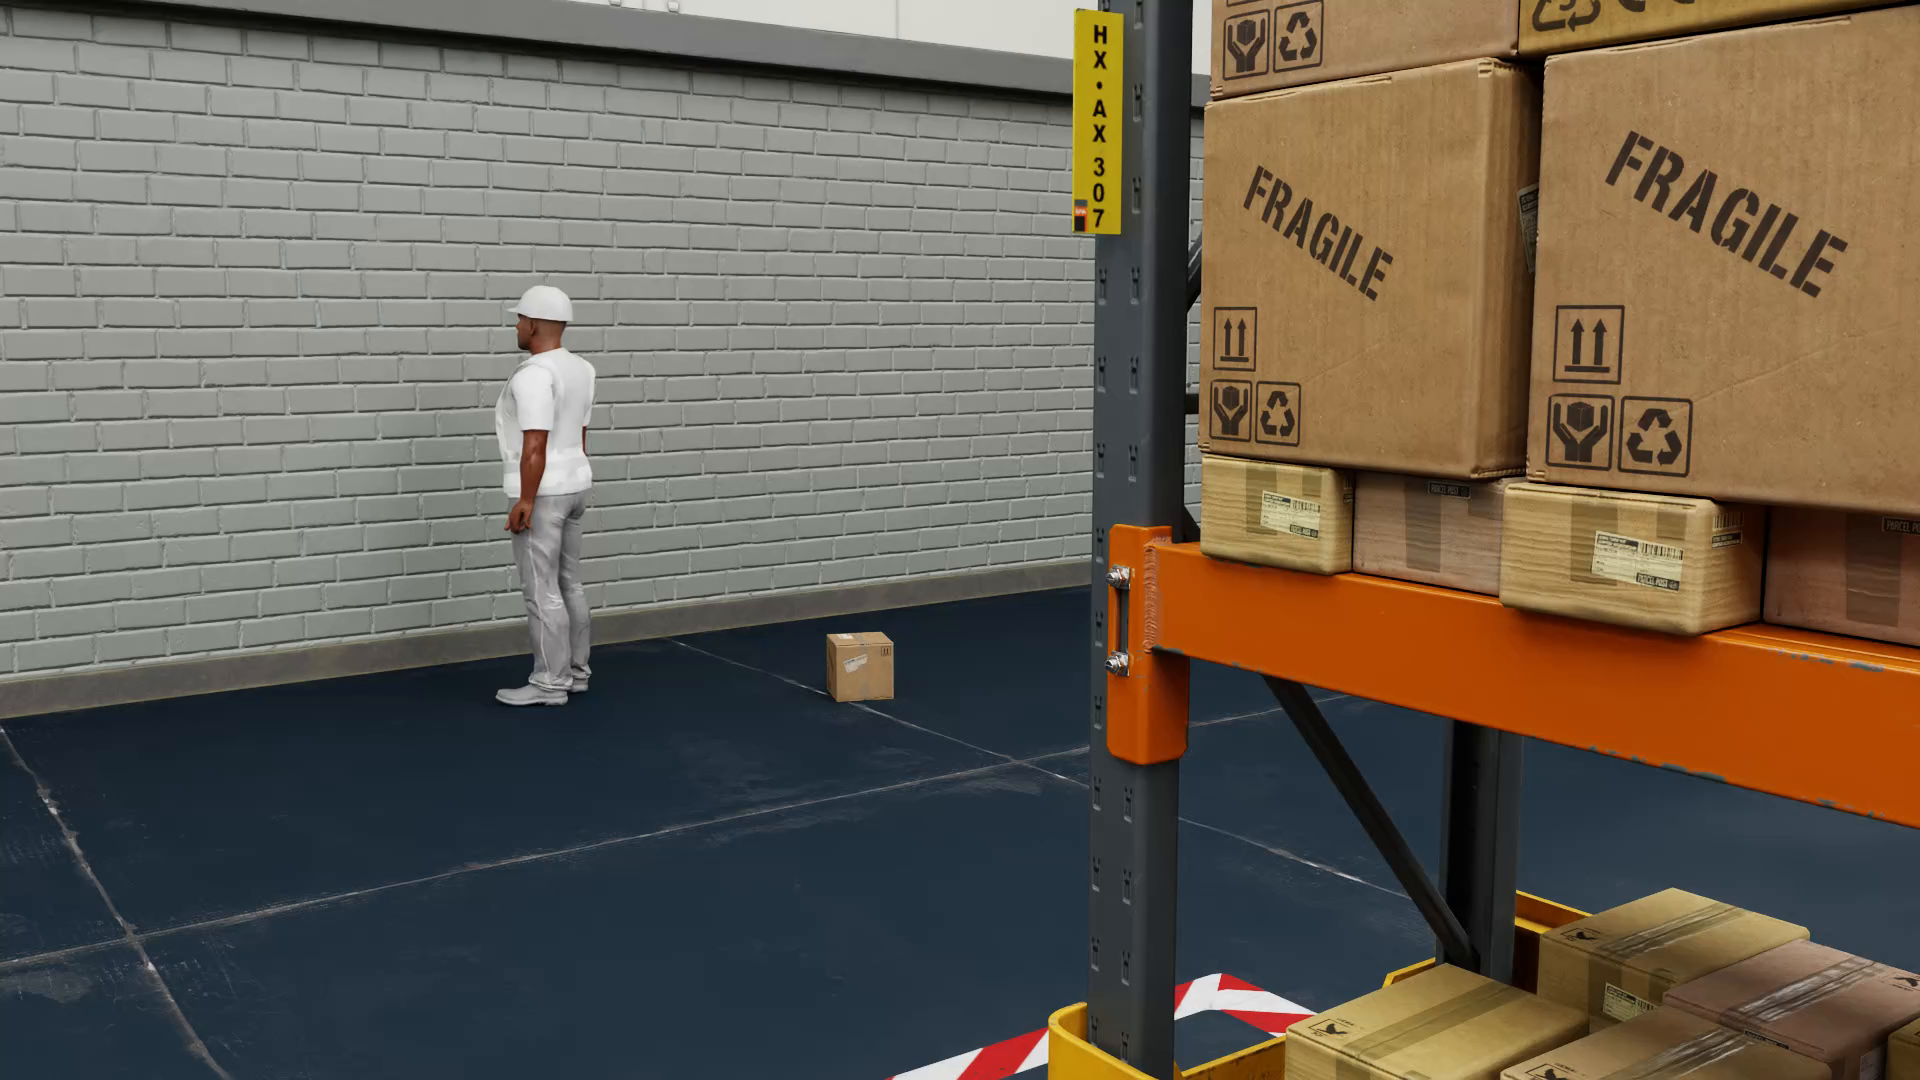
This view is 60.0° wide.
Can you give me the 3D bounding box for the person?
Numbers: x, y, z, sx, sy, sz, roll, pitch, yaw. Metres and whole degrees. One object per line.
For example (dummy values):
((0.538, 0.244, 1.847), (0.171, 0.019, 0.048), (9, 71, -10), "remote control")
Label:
((-1.780, -0.189, 7.094), (0.379, 1.770, 0.552), (1, 8, 11), "person")
